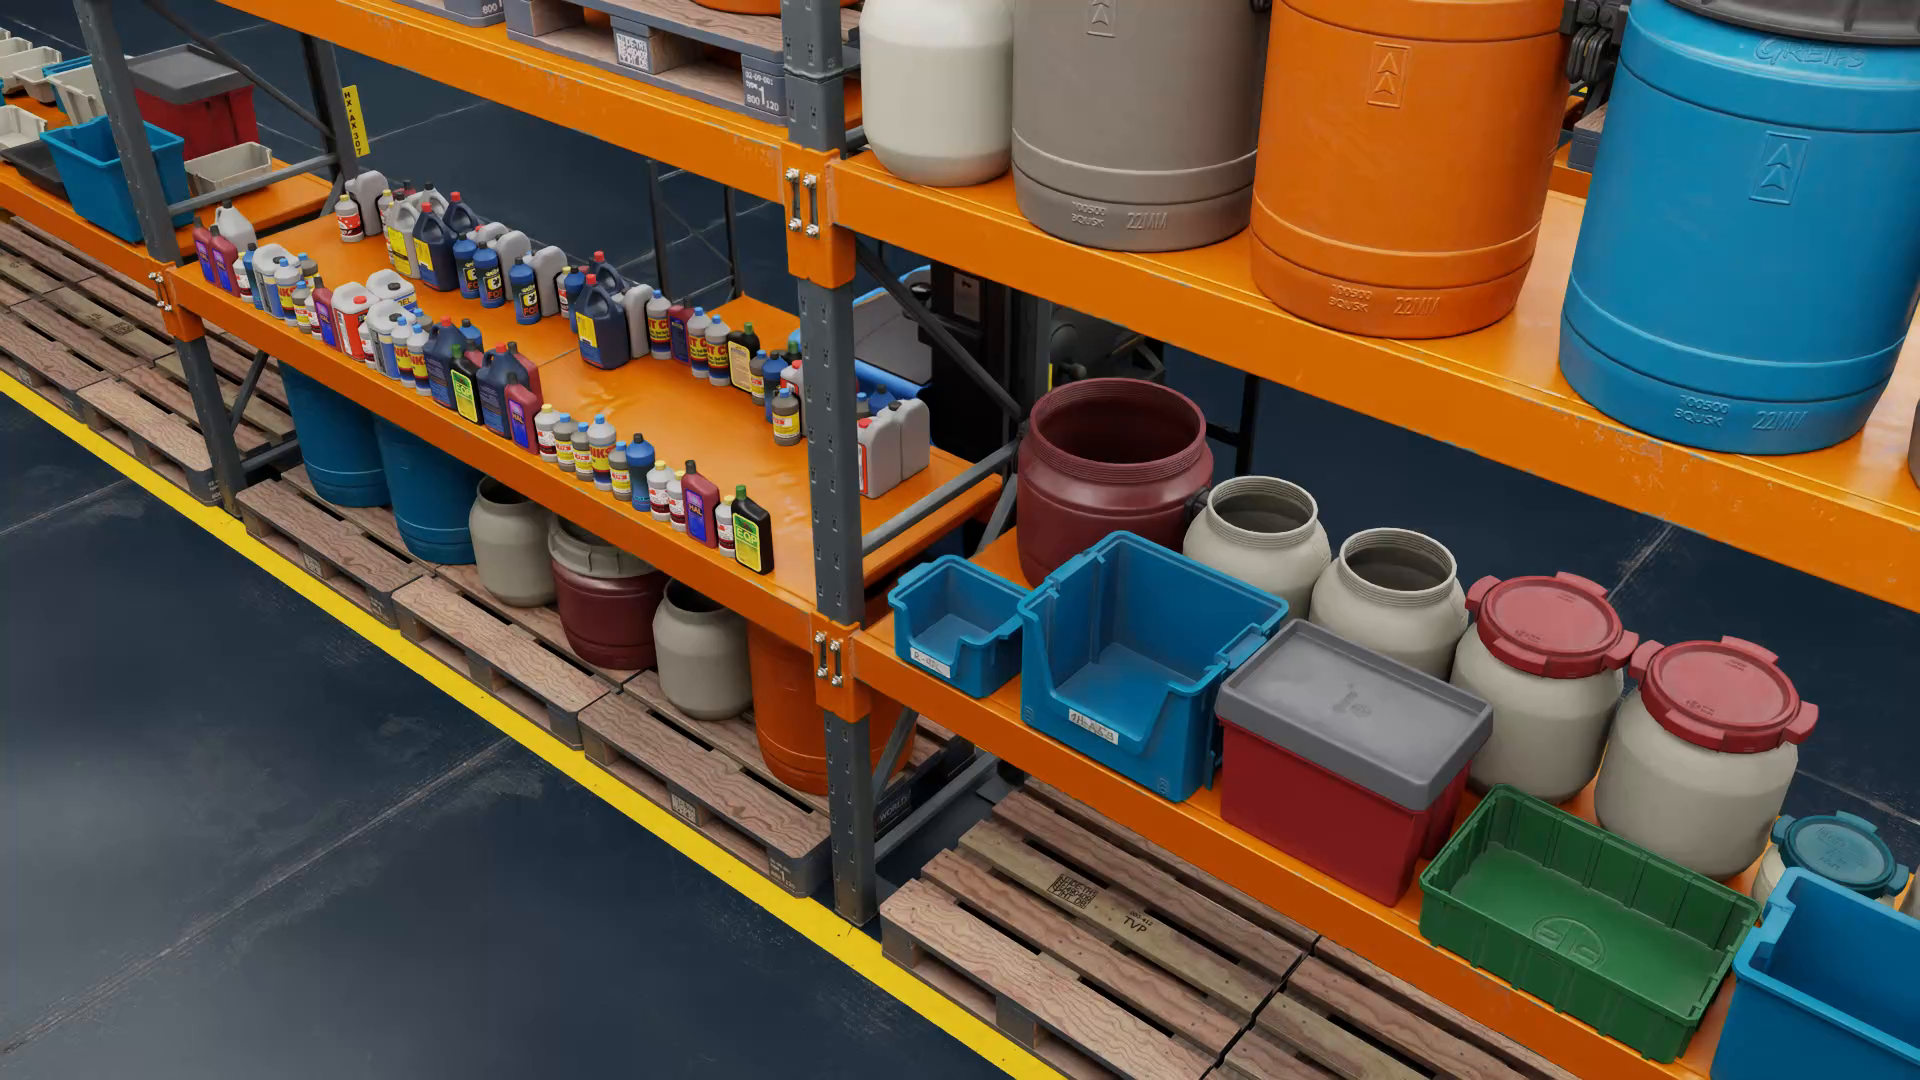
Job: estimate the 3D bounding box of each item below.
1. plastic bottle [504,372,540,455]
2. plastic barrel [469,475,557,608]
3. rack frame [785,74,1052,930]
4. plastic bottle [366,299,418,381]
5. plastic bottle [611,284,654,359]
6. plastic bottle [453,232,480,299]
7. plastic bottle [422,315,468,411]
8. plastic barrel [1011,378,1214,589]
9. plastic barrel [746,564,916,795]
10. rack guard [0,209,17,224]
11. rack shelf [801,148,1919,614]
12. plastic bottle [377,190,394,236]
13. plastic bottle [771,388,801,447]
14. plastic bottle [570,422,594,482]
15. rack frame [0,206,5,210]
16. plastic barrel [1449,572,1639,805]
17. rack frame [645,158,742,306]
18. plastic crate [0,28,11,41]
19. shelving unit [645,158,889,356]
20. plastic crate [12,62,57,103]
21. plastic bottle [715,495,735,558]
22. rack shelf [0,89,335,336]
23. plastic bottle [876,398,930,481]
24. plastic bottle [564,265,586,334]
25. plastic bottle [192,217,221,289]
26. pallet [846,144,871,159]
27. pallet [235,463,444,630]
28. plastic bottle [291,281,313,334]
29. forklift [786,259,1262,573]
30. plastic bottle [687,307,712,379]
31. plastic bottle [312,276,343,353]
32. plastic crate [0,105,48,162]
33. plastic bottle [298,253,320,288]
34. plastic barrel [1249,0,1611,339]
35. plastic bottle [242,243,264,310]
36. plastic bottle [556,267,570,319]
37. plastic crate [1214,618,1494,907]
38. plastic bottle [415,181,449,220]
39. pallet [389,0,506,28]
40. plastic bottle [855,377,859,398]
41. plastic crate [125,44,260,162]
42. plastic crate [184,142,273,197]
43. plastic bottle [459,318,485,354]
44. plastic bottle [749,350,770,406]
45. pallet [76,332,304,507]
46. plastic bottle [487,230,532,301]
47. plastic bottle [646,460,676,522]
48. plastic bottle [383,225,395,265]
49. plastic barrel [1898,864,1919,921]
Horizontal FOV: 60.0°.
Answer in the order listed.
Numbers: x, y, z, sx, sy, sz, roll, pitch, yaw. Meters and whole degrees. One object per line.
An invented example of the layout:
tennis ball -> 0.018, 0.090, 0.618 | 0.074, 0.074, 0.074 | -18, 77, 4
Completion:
plastic bottle -> -1.536, -0.449, 5.857 | 0.133, 0.283, 0.061 | 25, 42, 32
plastic barrel -> -1.819, -0.014, 6.948 | 0.421, 0.512, 0.421 | 0, 34, 0
rack frame -> -0.073, -0.122, 5.278 | 0.127, 3.000, 1.000 | 25, 42, 32
plastic bottle -> -2.146, -0.767, 6.327 | 0.135, 0.276, 0.152 | 25, 42, 32
plastic bottle -> -1.265, -0.871, 6.478 | 0.135, 0.276, 0.152 | 25, 42, 32
plastic bottle -> -2.035, -1.140, 6.874 | 0.097, 0.271, 0.097 | 0, 34, 0
plastic bottle -> -1.876, -0.668, 6.116 | 0.185, 0.351, 0.144 | 25, 42, 32
plastic barrel -> 0.477, -0.142, 5.187 | 0.708, 0.536, 0.600 | 25, 42, 32
plastic barrel -> -0.460, 0.430, 6.021 | 0.708, 0.830, 0.600 | 25, 42, 32
rack guard -> -6.248, -1.992, 10.210 | 0.348, 0.500, 1.175 | 25, 42, 32
rack shelf -> 1.464, -0.338, 3.578 | 4.000, 0.370, 1.077 | 25, 42, 32
plastic bottle -> -2.531, -1.457, 7.397 | 0.097, 0.201, 0.097 | 0, 34, 0
plastic bottle -> -0.620, -0.444, 5.923 | 0.097, 0.201, 0.097 | 0, 34, 0
plastic bottle -> -1.286, -0.311, 5.728 | 0.097, 0.201, 0.097 | 0, 34, 0
rack frame -> -6.222, -3.020, 9.498 | 0.127, 3.000, 1.000 | 25, 42, 32
plastic barrel -> 1.509, 0.406, 4.389 | 0.433, 0.535, 0.433 | 0, 34, 0
rack frame -> -1.274, -1.225, 8.209 | 0.032, 1.500, 0.500 | 25, 42, 32
plastic crate -> -5.479, -2.719, 9.240 | 0.243, 0.136, 0.396 | 25, 42, 32
shelving unit -> -0.892, -1.043, 7.944 | 1.083, 1.500, 0.587 | 25, 42, 32
plastic crate -> -4.796, -2.419, 8.802 | 0.250, 0.136, 0.298 | 25, 42, 32
plastic bottle -> -0.734, -0.051, 5.350 | 0.097, 0.201, 0.097 | 0, 34, 0
rack shelf -> -4.684, -1.999, 8.646 | 4.000, 0.370, 1.077 | 25, 42, 32
plastic bottle -> -0.199, -0.368, 5.746 | 0.135, 0.276, 0.152 | 25, 42, 32
plastic bottle -> -1.517, -0.963, 6.617 | 0.097, 0.271, 0.097 | 0, 34, 0
plastic bottle -> -3.139, -1.204, 6.957 | 0.133, 0.283, 0.061 | 25, 42, 32
pallet -> -0.513, -2.886, 11.766 | 1.213, 0.211, 1.003 | 25, 42, 32
pallet -> -2.581, -0.124, 7.744 | 1.213, 0.211, 1.003 | 25, 42, 32
plastic bottle -> -2.608, -0.934, 6.636 | 0.097, 0.201, 0.097 | 0, 34, 0
forklift -> 0.687, -0.881, 6.444 | 3.031, 2.935, 1.130 | 25, 42, 32
plastic bottle -> -0.981, -0.755, 6.314 | 0.097, 0.271, 0.097 | 0, 34, 0
plastic bottle -> -2.456, -0.883, 6.489 | 0.133, 0.283, 0.061 | 25, 42, 32
plastic crate -> -4.678, -1.987, 8.174 | 0.466, 0.136, 0.293 | 25, 42, 32
plastic bottle -> -2.689, -1.084, 6.854 | 0.097, 0.201, 0.097 | 0, 34, 0
plastic barrel -> 0.922, -0.907, 3.392 | 0.708, 0.830, 0.600 | 25, 42, 32
plastic bottle -> -2.861, -1.082, 6.790 | 0.097, 0.271, 0.097 | 0, 34, 0
plastic bottle -> -1.581, -1.009, 6.745 | 0.097, 0.201, 0.097 | 0, 34, 0
plastic crate -> 0.973, 0.570, 4.214 | 0.583, 0.464, 0.402 | 25, 42, 32
plastic bottle -> -2.232, -1.360, 7.124 | 0.185, 0.351, 0.144 | 25, 42, 32
pallet -> -1.609, -2.079, 5.644 | 1.213, 0.211, 1.003 | 25, 42, 32
plastic bottle -> -0.422, -0.510, 5.946 | 0.133, 0.283, 0.061 | 25, 42, 32
plastic crate -> -3.673, -2.055, 7.983 | 0.583, 0.464, 0.402 | 25, 42, 32
plastic crate -> -3.414, -1.718, 7.782 | 0.243, 0.136, 0.396 | 25, 42, 32
plastic bottle -> -1.832, -0.703, 6.238 | 0.097, 0.271, 0.097 | 0, 34, 0
plastic bottle -> -0.729, -0.607, 6.160 | 0.097, 0.201, 0.097 | 0, 34, 0
pallet -> -3.737, -0.671, 8.541 | 1.213, 0.211, 1.003 | 25, 42, 32
plastic bottle -> -1.866, -1.154, 6.890 | 0.135, 0.276, 0.152 | 25, 42, 32
plastic bottle -> -0.986, -0.170, 5.523 | 0.097, 0.201, 0.097 | 0, 34, 0
plastic bottle -> -2.422, -1.294, 7.159 | 0.097, 0.201, 0.097 | 0, 34, 0
plastic barrel -> 2.406, 0.829, 3.774 | 0.433, 0.535, 0.433 | 0, 34, 0
